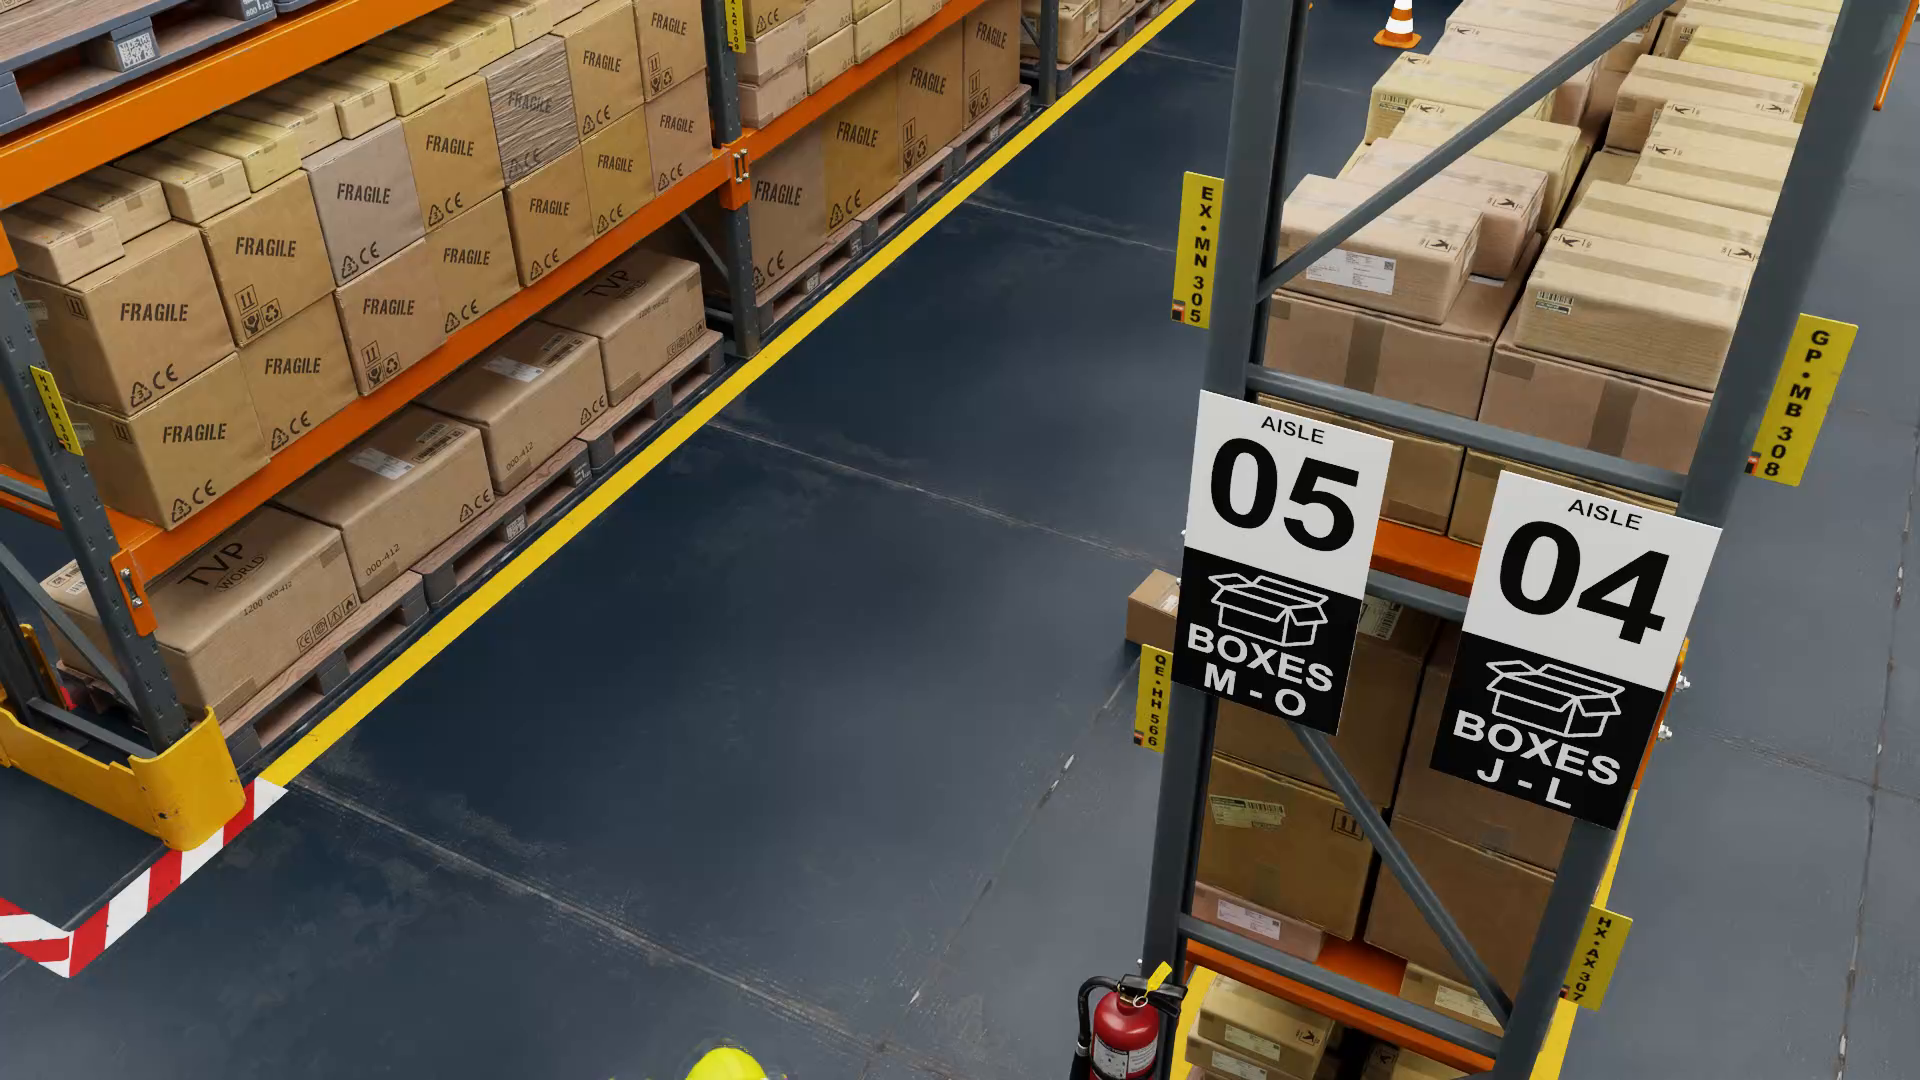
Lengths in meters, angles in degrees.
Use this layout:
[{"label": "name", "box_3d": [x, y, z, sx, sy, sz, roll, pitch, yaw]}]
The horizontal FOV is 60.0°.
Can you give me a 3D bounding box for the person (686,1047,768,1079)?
[{"label": "person", "box_3d": [-0.634, 1.927, 4.290, 0.663, 1.815, 0.773, -6, 38, -8]}]
